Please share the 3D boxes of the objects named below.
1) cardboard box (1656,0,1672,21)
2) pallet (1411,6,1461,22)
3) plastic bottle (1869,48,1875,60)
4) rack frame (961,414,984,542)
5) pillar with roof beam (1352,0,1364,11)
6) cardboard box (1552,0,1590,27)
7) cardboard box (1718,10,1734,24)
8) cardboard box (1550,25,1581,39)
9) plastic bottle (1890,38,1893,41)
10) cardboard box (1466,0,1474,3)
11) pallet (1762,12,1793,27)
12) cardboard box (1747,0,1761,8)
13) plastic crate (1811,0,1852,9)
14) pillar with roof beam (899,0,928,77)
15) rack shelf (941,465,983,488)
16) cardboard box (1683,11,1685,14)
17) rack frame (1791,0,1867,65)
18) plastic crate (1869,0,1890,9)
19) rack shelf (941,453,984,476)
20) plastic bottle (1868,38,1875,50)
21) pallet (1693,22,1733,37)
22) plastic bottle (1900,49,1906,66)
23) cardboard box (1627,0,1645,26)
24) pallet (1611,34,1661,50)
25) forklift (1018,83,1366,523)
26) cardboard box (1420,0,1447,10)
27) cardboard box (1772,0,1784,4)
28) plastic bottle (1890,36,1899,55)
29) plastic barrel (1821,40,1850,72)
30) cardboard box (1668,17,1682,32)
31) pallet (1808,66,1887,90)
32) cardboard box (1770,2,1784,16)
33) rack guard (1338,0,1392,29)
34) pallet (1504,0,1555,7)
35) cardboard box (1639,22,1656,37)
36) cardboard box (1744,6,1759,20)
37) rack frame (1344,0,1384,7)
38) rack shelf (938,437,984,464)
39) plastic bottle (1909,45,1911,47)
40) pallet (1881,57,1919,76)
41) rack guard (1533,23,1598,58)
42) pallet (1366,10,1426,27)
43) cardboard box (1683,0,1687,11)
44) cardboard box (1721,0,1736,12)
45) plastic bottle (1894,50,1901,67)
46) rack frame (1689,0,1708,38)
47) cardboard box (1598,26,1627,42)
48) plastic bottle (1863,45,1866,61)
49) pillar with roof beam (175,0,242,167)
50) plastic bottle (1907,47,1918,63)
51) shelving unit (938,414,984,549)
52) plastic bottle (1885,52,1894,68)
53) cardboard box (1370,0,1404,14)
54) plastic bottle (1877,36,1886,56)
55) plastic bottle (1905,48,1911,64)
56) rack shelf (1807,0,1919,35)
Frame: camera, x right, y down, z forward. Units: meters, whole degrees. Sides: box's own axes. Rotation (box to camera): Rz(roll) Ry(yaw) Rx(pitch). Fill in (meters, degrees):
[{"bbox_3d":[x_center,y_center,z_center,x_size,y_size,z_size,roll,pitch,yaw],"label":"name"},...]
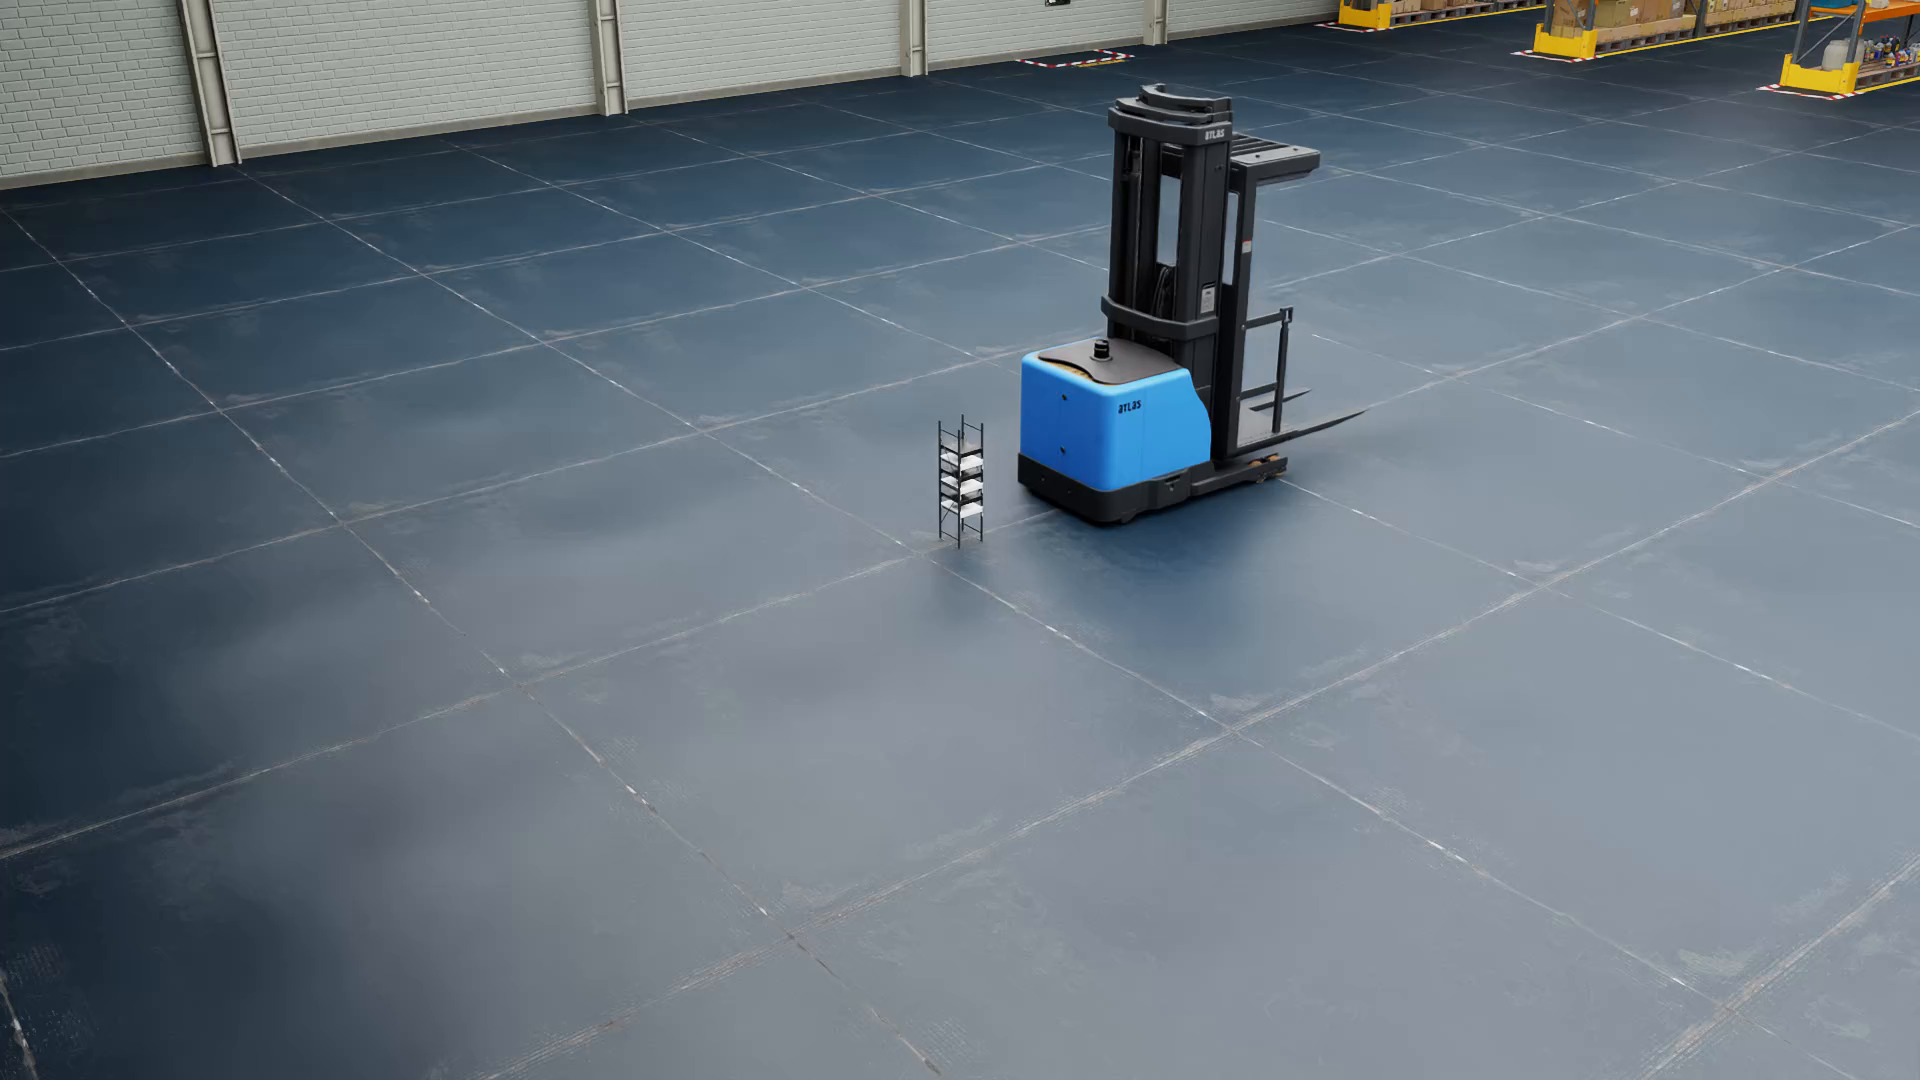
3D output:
[{"bbox_3d":[13.785,-10.620,33.074,0.500,0.500,0.500,-18,31,-34],"label":"cardboard box"},{"bbox_3d":[10.280,-11.657,36.744,1.213,0.211,1.003,-18,31,-34],"label":"pallet"},{"bbox_3d":[16.449,-8.766,30.005,0.097,0.201,0.097,0,25,0],"label":"plastic bottle"},{"bbox_3d":[0.086,-0.437,11.749,0.006,0.900,0.240,-18,31,-34],"label":"rack frame"},{"bbox_3d":[11.273,-14.151,31.679,0.400,9.000,9.100,-18,31,-34],"label":"pillar with roof beam"},{"bbox_3d":[11.897,-10.269,32.317,0.500,0.500,0.500,-18,31,-34],"label":"cardboard box"},{"bbox_3d":[15.680,-10.885,34.535,0.500,0.250,0.500,-17,30,-33],"label":"cardboard box"},{"bbox_3d":[11.899,-9.928,32.474,0.500,0.250,0.500,-18,31,-34],"label":"cardboard box"},{"bbox_3d":[17.101,-9.078,30.588,0.135,0.276,0.152,-17,30,-32],"label":"plastic bottle"},{"bbox_3d":[11.345,-12.192,37.428,0.380,0.166,0.250,22,33,39],"label":"cardboard box"},{"bbox_3d":[17.282,-11.360,36.104,1.213,0.211,1.003,-18,31,-34],"label":"pallet"},{"bbox_3d":[16.495,-11.409,34.998,0.500,0.311,0.500,-17,30,-33],"label":"cardboard box"},{"bbox_3d":[14.922,-9.267,28.459,0.616,0.251,0.499,-18,31,-34],"label":"plastic crate"},{"bbox_3d":[1.830,-11.034,24.963,0.400,9.000,9.100,-18,31,-34],"label":"pillar with roof beam"},{"bbox_3d":[0.006,-0.462,11.668,0.200,0.077,0.258,-18,31,-34],"label":"rack shelf"},{"bbox_3d":[14.954,-10.934,34.640,0.500,0.250,0.500,-19,31,-35],"label":"cardboard box"},{"bbox_3d":[14.713,-9.106,27.934,0.127,3.000,1.000,-18,31,-34],"label":"rack frame"},{"bbox_3d":[15.615,-9.112,28.261,0.250,0.136,0.298,-18,31,-34],"label":"plastic crate"},{"bbox_3d":[0.006,-0.543,11.631,0.200,0.077,0.258,-18,31,-34],"label":"rack shelf"},{"bbox_3d":[16.486,-8.911,30.139,0.185,0.351,0.144,-19,31,-34],"label":"plastic bottle"},{"bbox_3d":[15.362,-10.726,34.738,1.213,0.211,1.003,-18,31,-34],"label":"pallet"},{"bbox_3d":[16.680,-8.551,29.456,0.097,0.271,0.097,0,25,0],"label":"plastic bottle"},{"bbox_3d":[12.996,-10.361,32.516,0.500,0.500,0.500,-18,31,-34],"label":"cardboard box"},{"bbox_3d":[13.194,-10.011,33.196,1.213,0.211,1.003,-18,31,-34],"label":"pallet"},{"bbox_3d":[1.926,-1.930,12.555,3.031,2.935,1.130,-17,30,-33],"label":"forklift"},{"bbox_3d":[10.256,-11.925,36.457,0.500,0.500,0.700,-21,32,-37],"label":"cardboard box"},{"bbox_3d":[17.289,-11.669,35.558,0.500,0.311,0.500,-19,31,-35],"label":"cardboard box"},{"bbox_3d":[17.058,-9.023,30.380,0.185,0.351,0.144,-18,31,-34],"label":"plastic bottle"},{"bbox_3d":[15.183,-8.364,28.793,0.421,0.512,0.421,0,25,0],"label":"plastic barrel"},{"bbox_3d":[14.177,-10.411,33.513,0.500,0.250,0.500,-18,31,-34],"label":"cardboard box"},{"bbox_3d":[15.386,-8.086,29.048,1.213,0.211,1.003,-18,31,-34],"label":"pallet"},{"bbox_3d":[17.287,-11.417,35.681,0.500,0.250,0.500,-19,31,-35],"label":"cardboard box"},{"bbox_3d":[8.659,-11.274,35.575,0.348,0.500,1.175,-18,31,-34],"label":"rack guard"},{"bbox_3d":[13.319,-12.683,38.955,1.213,0.211,1.003,-18,31,-34],"label":"pallet"},{"bbox_3d":[13.400,-10.146,32.942,0.500,0.250,0.500,-18,31,-34],"label":"cardboard box"},{"bbox_3d":[16.487,-11.152,35.111,0.500,0.250,0.500,-18,30,-33],"label":"cardboard box"},{"bbox_3d":[8.599,-12.388,35.006,0.127,3.000,1.000,-18,31,-34],"label":"rack frame"},{"bbox_3d":[0.006,-0.625,11.593,0.200,0.077,0.258,-18,31,-34],"label":"rack shelf"},{"bbox_3d":[17.043,-8.743,29.857,0.133,0.283,0.061,-18,31,-34],"label":"plastic bottle"},{"bbox_3d":[17.306,-8.719,30.414,1.213,0.211,1.003,-18,31,-34],"label":"pallet"},{"bbox_3d":[11.640,-9.608,31.985,0.348,0.500,1.175,-18,31,-34],"label":"rack guard"},{"bbox_3d":[9.320,-11.342,36.065,1.213,0.211,1.003,-18,31,-34],"label":"pallet"},{"bbox_3d":[14.948,-11.185,34.515,0.500,0.311,0.500,-18,31,-34],"label":"cardboard box"},{"bbox_3d":[15.683,-11.138,34.413,0.500,0.311,0.500,-19,31,-35],"label":"cardboard box"},{"bbox_3d":[16.521,-8.494,29.320,0.133,0.283,0.061,-18,30,-33],"label":"plastic bottle"},{"bbox_3d":[14.807,-11.787,33.711,0.127,3.000,1.000,-18,31,-34],"label":"rack frame"},{"bbox_3d":[12.609,-9.888,32.386,0.500,0.250,0.500,-18,31,-34],"label":"cardboard box"},{"bbox_3d":[16.169,-8.717,29.800,0.133,0.283,0.061,-18,31,-34],"label":"plastic bottle"},{"bbox_3d":[-7.613,-7.917,18.246,0.400,9.000,9.100,-18,31,-34],"label":"pillar with roof beam"},{"bbox_3d":[16.996,-8.672,29.711,0.135,0.276,0.152,-18,30,-33],"label":"plastic bottle"},{"bbox_3d":[0.006,-0.410,11.692,0.210,0.900,0.258,-18,31,-34],"label":"shelving unit"},{"bbox_3d":[16.332,-8.436,29.208,0.097,0.271,0.097,0,25,0],"label":"plastic bottle"},{"bbox_3d":[9.199,-11.518,35.802,0.500,0.311,0.500,-23,33,-40],"label":"cardboard box"},{"bbox_3d":[16.820,-9.022,30.377,0.185,0.351,0.144,-20,31,-36],"label":"plastic bottle"},{"bbox_3d":[16.839,-8.603,29.570,0.097,0.271,0.097,0,25,0],"label":"plastic bottle"},{"bbox_3d":[16.286,-9.299,29.205,4.000,0.370,1.077,-18,31,-34],"label":"rack shelf"}]
